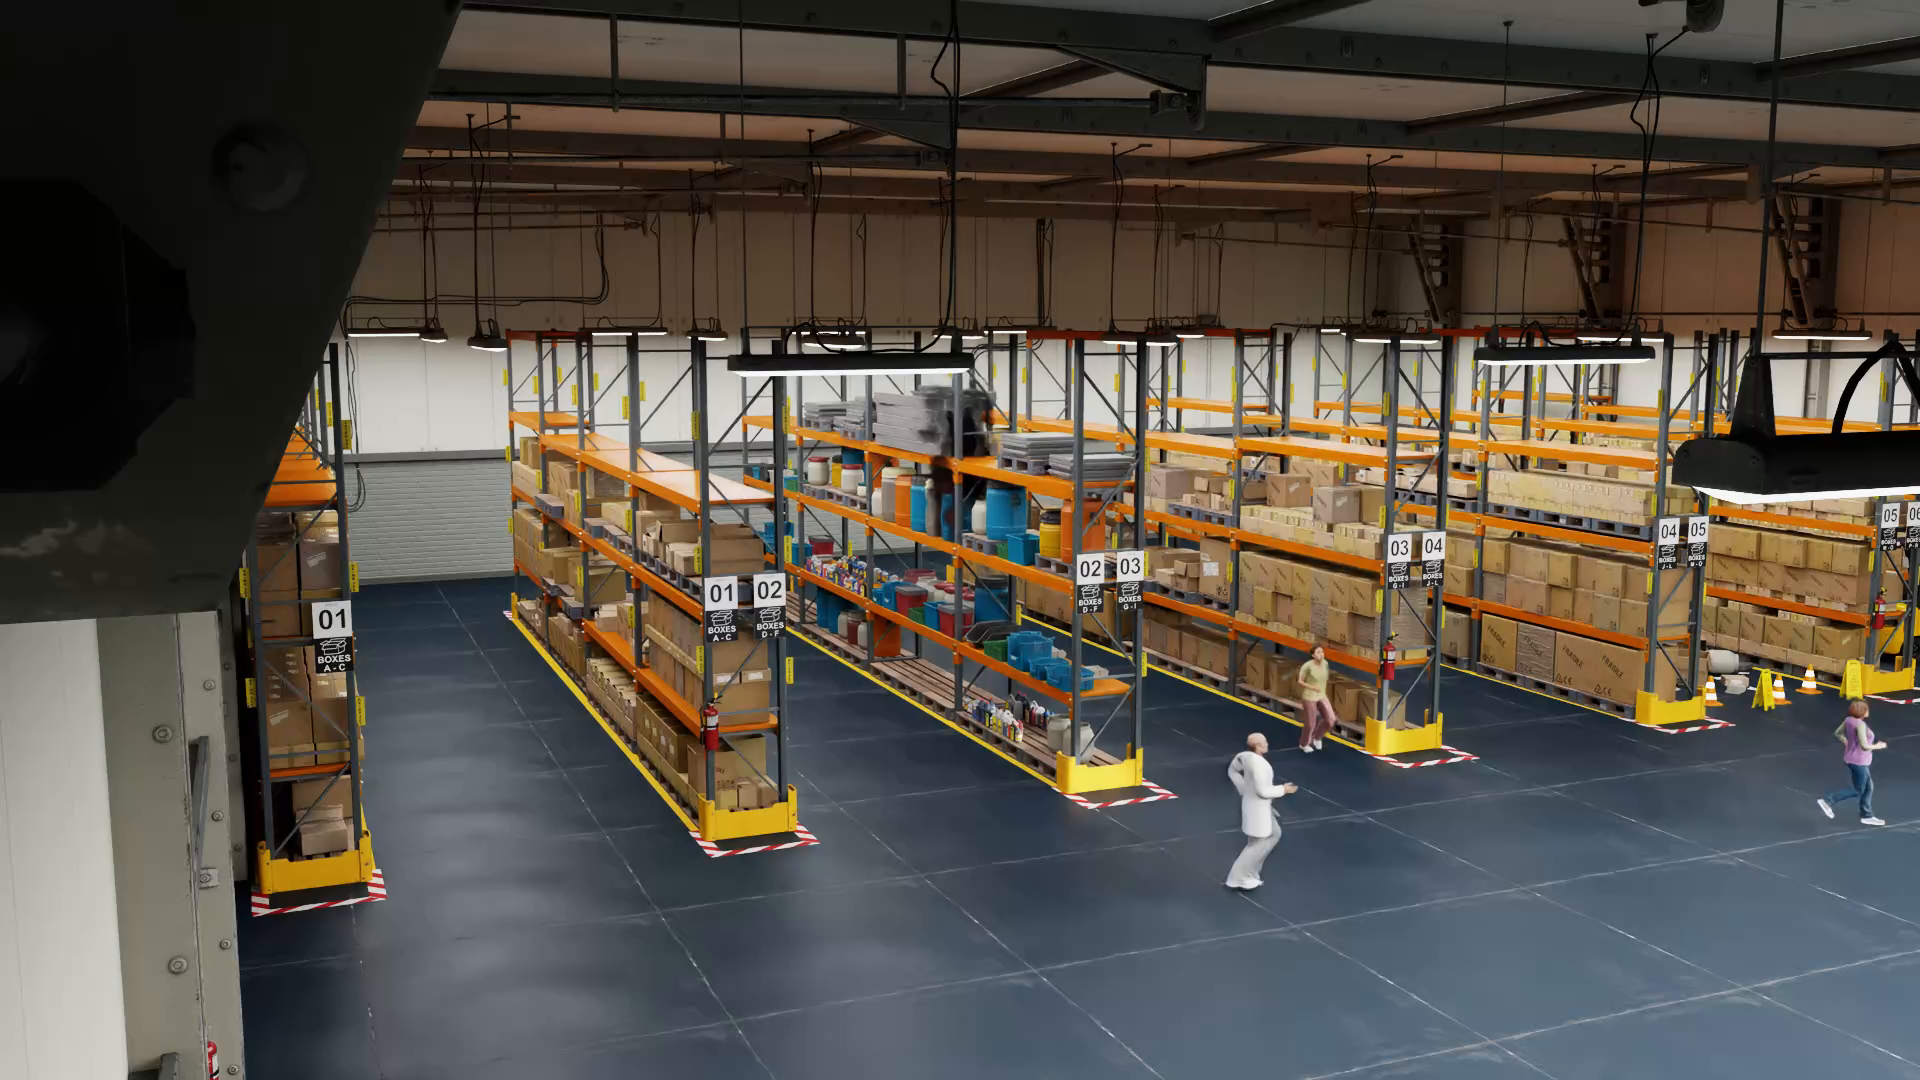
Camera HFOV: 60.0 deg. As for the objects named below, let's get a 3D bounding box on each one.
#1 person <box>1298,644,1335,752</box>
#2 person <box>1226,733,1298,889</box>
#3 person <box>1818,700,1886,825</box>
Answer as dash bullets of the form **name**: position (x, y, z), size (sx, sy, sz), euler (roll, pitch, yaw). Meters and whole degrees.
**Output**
- **person**: position (5.116, 2.282, 23.897), size (0.587, 1.618, 0.663), euler (-3, 8, -19)
- **person**: position (3.310, 2.985, 18.305), size (0.754, 1.777, 0.674), euler (0, 8, -1)
- **person**: position (11.076, 2.756, 20.596), size (0.825, 1.573, 0.550), euler (1, 8, 9)
